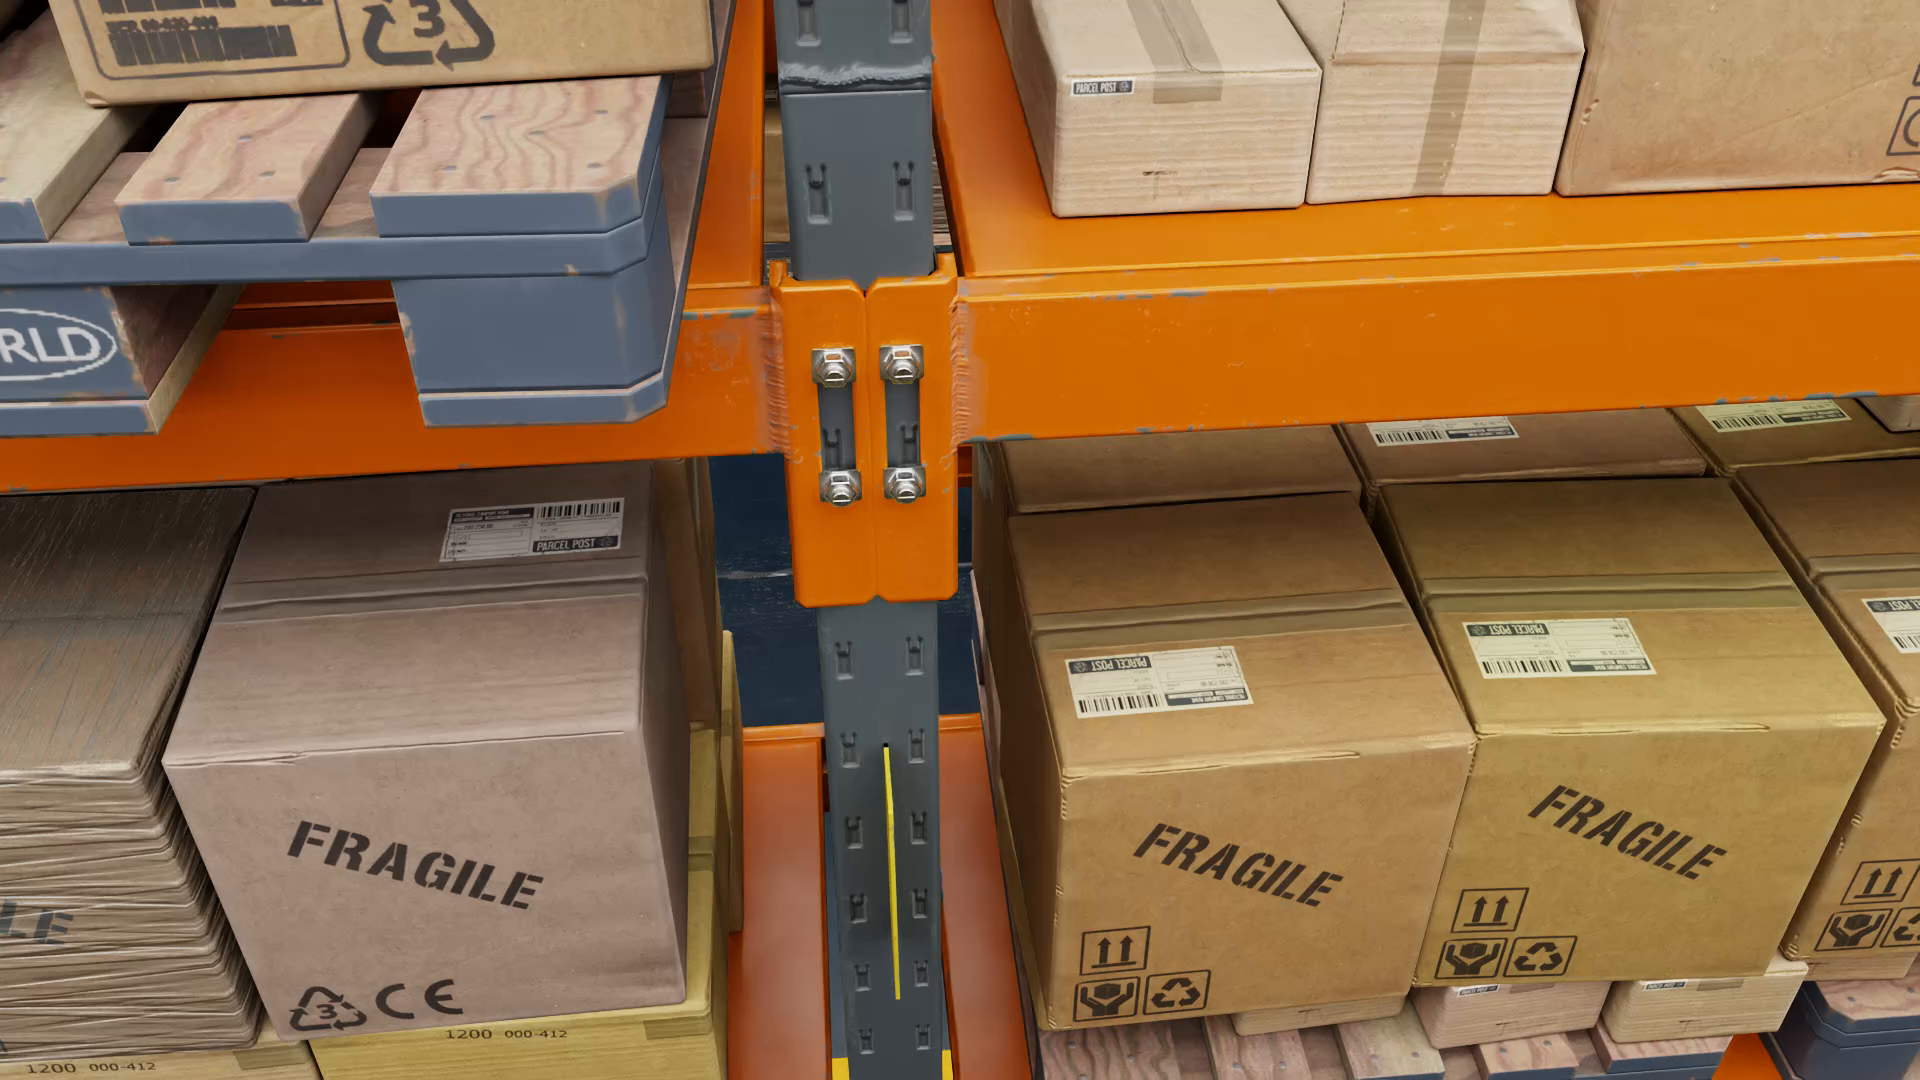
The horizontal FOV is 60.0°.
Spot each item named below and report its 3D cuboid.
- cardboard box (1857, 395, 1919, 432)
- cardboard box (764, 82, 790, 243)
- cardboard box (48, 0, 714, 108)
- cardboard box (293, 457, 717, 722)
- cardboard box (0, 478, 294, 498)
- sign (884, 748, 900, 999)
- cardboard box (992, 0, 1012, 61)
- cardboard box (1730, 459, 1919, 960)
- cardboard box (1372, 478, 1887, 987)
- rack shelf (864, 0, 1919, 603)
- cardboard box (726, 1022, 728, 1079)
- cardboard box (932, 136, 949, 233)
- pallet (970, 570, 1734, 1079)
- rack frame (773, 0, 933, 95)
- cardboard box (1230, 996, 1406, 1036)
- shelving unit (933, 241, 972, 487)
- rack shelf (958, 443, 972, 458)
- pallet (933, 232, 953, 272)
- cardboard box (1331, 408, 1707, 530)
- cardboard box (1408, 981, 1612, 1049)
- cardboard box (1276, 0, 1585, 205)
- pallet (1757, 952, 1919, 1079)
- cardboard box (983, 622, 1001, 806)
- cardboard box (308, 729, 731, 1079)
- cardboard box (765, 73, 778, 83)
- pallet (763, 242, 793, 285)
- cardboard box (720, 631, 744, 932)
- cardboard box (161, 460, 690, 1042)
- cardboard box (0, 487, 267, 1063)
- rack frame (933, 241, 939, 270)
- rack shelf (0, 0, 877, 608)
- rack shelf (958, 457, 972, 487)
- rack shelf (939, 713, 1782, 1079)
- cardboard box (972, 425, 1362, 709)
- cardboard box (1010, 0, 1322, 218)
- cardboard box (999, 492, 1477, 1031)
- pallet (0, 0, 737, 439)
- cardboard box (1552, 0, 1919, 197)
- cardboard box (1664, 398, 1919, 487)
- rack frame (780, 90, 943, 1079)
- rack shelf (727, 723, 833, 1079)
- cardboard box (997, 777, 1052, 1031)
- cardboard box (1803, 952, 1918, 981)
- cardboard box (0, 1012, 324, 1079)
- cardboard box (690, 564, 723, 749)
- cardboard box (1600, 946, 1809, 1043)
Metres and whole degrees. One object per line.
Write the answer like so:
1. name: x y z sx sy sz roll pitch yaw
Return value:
1. cardboard box: 1.474 -0.341 2.577 0.250 0.149 0.380 -5 39 -6
2. cardboard box: -0.976 -1.592 7.024 0.500 0.500 0.500 -2 38 -3
3. cardboard box: -0.492 -0.771 1.461 0.637 0.503 0.797 -5 39 -7
4. cardboard box: -0.643 -0.057 2.513 0.500 0.500 0.500 -4 38 -5
5. cardboard box: -1.136 -0.024 2.471 0.500 0.500 0.500 -3 38 -4
6. sign: -0.078 0.386 1.904 0.005 0.325 0.100 -3 38 -4
7. cardboard box: 0.165 -0.727 2.031 0.250 0.149 0.380 -3 38 -4
8. cardboard box: 1.385 0.230 2.378 0.500 0.500 0.500 -3 38 -3
9. cardboard box: 0.857 0.263 2.335 0.500 0.500 0.500 -1 38 -2
10. rack shelf: 1.862 -0.506 2.129 4.000 0.370 1.077 -3 38 -4
11. cardboard box: -0.611 0.745 2.505 0.500 0.250 0.500 -4 38 -6
12. cardboard box: 0.049 -1.822 7.216 0.625 0.625 0.875 -2 38 -3
13. pallet: 0.570 0.469 2.889 1.003 0.211 1.213 -3 38 -4
14. rack frame: -0.130 -1.857 0.838 0.127 3.000 1.000 -3 38 -4
15. cardboard box: 0.495 0.534 2.515 0.250 0.149 0.380 -5 39 -7
16. shelving unit: 0.014 -0.472 5.379 0.189 1.200 0.258 -3 38 -4
17. rack shelf: 0.014 -0.343 5.481 0.180 0.103 0.258 -3 38 -4
18. pallet: 0.250 -1.490 7.468 1.213 0.211 1.003 -3 38 -4
19. cardboard box: 0.812 -0.054 2.737 0.500 0.500 0.500 -4 38 -5
20. cardboard box: 0.771 0.548 2.498 0.250 0.149 0.380 -6 39 -7
21. cardboard box: 0.453 -0.553 1.716 0.258 0.266 0.396 -3 38 -4
22. pallet: 1.838 0.440 2.926 1.213 0.211 1.003 -3 38 -4
23. cardboard box: 0.176 0.269 2.851 0.250 0.149 0.380 -2 38 -2
24. cardboard box: -0.590 0.545 2.356 0.500 0.250 0.500 -3 38 -4
25. cardboard box: -1.018 -1.897 7.412 0.500 0.500 0.500 -2 38 -2
26. pallet: -1.320 -1.451 7.419 1.213 0.211 1.003 -3 38 -4
27. cardboard box: -0.640 0.429 2.906 0.500 0.250 0.500 -4 38 -5
28. cardboard box: -0.622 0.257 2.115 0.500 0.500 0.500 -4 38 -5
29. cardboard box: -1.132 0.290 2.073 0.500 0.500 0.500 -3 38 -3
30. rack frame: -0.077 -0.467 5.373 0.006 1.200 0.240 -3 38 -4
31. rack shelf: -2.122 -0.287 1.851 4.000 0.370 1.077 -3 38 -4
32. rack shelf: 0.014 -0.249 5.556 0.180 0.103 0.258 -3 38 -4
33. rack shelf: 1.862 0.671 3.058 4.000 0.370 1.077 -3 38 -4
34. cardboard box: 0.298 -0.019 2.692 0.500 0.500 0.500 -4 38 -5
35. cardboard box: 0.199 -0.493 1.734 0.250 0.149 0.380 -3 38 -4
36. cardboard box: 0.339 0.296 2.294 0.500 0.500 0.500 -4 38 -5
37. pallet: -0.767 -0.537 1.740 1.003 0.211 1.213 -1 38 -2
38. cardboard box: 0.815 -0.764 1.795 0.500 0.500 0.700 -3 38 -4
39. cardboard box: 1.315 -0.082 2.773 0.500 0.500 0.500 -6 39 -7
40. rack frame: -0.130 0.499 2.697 0.127 3.000 1.000 -3 38 -4
41. rack shelf: -2.122 0.891 2.780 4.000 0.370 1.077 -3 38 -4
42. cardboard box: 0.210 0.529 2.521 0.250 0.149 0.380 -5 39 -7
43. cardboard box: 1.280 0.484 2.579 0.250 0.149 0.380 -1 38 -1
44. cardboard box: -1.100 0.575 2.317 0.500 0.250 0.500 -4 38 -5
45. cardboard box: -0.657 0.237 2.746 0.500 0.250 0.500 -3 38 -4
46. cardboard box: 1.047 0.546 2.501 0.250 0.149 0.380 -3 38 -4
